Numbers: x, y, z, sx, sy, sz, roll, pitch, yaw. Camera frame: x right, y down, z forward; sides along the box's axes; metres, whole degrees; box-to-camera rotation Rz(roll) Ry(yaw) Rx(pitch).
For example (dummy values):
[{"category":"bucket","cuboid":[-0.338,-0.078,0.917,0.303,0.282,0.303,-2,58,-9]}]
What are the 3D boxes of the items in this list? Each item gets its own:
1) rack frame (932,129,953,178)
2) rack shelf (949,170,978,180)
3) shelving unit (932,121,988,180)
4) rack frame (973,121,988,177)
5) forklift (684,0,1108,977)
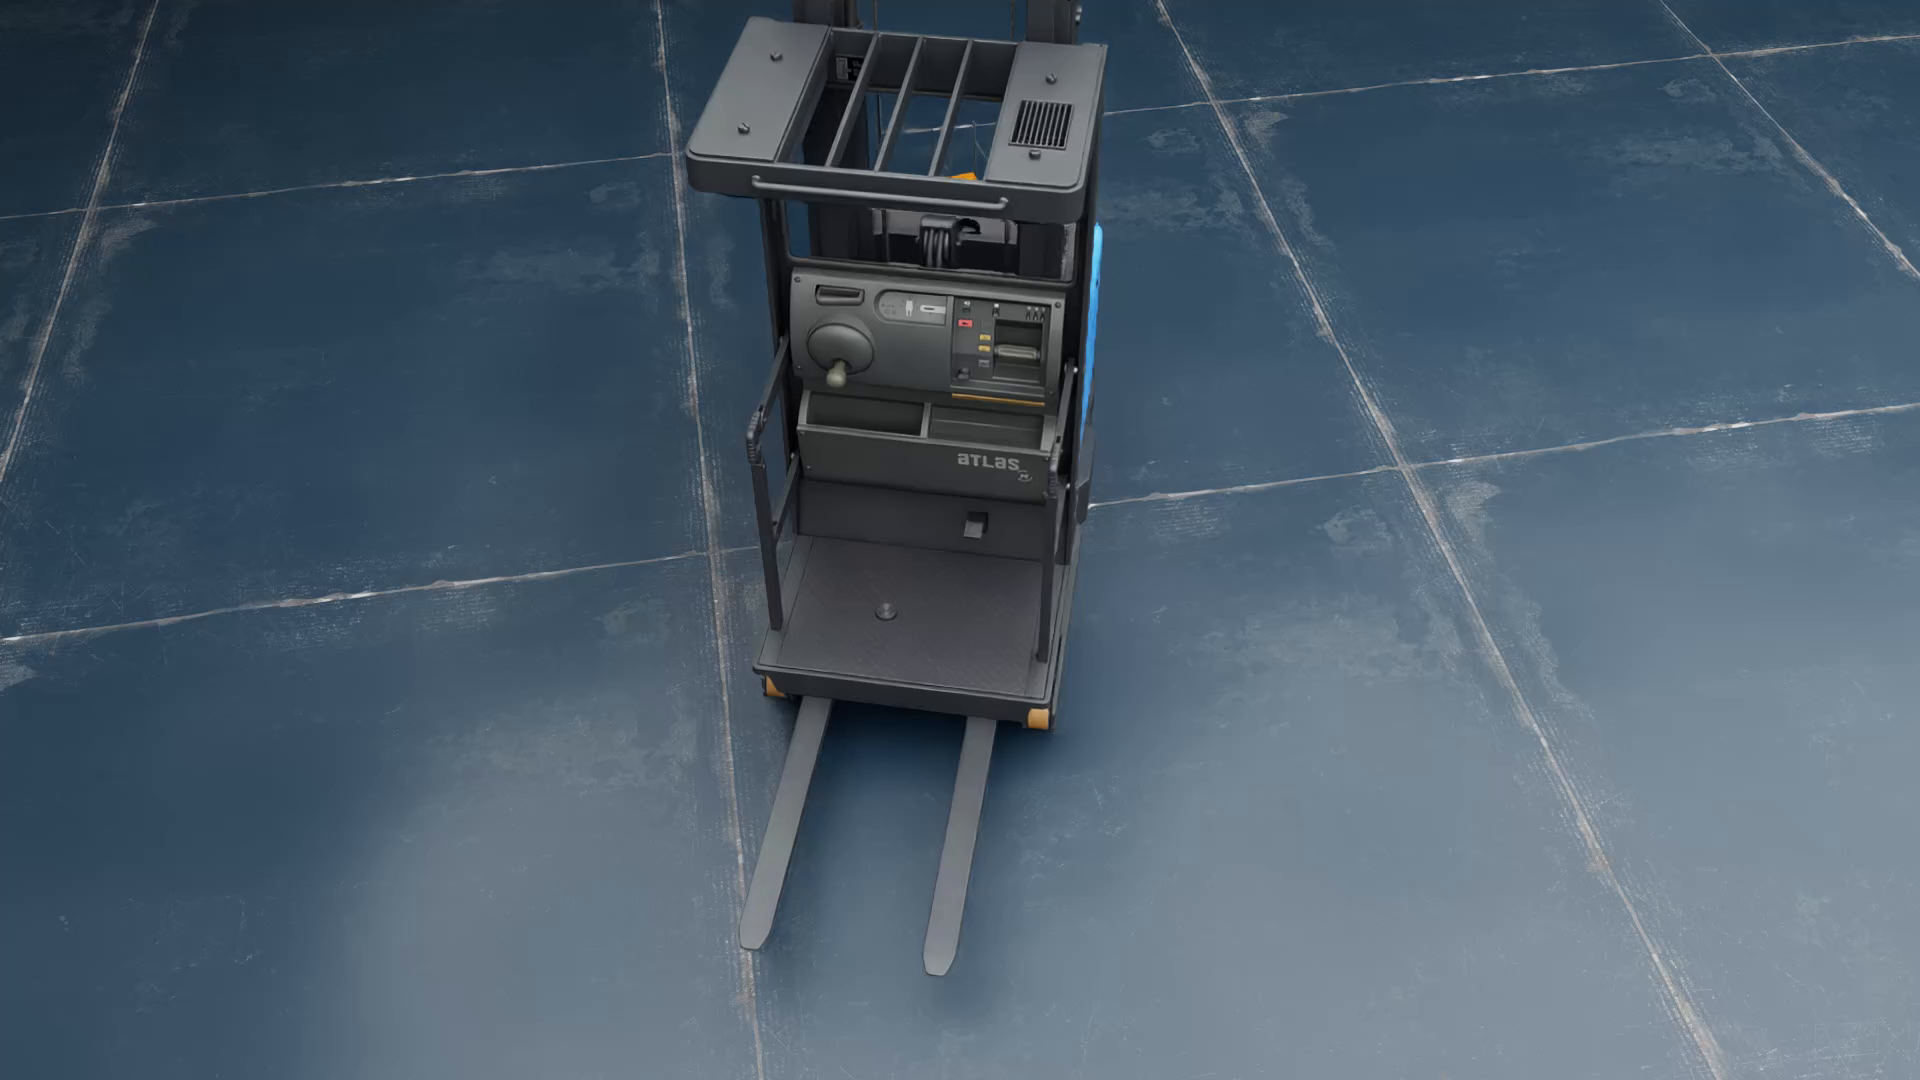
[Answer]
[{"category":"rack frame","cuboid":[-0.065,-1.197,7.254,0.006,1.200,0.240,-14,45,-14]},{"category":"rack shelf","cuboid":[0.017,-1.448,7.058,0.180,0.103,0.258,-14,45,-14]},{"category":"shelving unit","cuboid":[0.021,-1.219,7.275,0.189,1.200,0.258,-14,45,-14]},{"category":"rack frame","cuboid":[0.108,-1.241,7.297,0.006,1.200,0.240,-14,45,-14]},{"category":"forklift","cuboid":[-0.146,-0.587,5.473,1.130,2.935,3.031,6,46,6]}]
